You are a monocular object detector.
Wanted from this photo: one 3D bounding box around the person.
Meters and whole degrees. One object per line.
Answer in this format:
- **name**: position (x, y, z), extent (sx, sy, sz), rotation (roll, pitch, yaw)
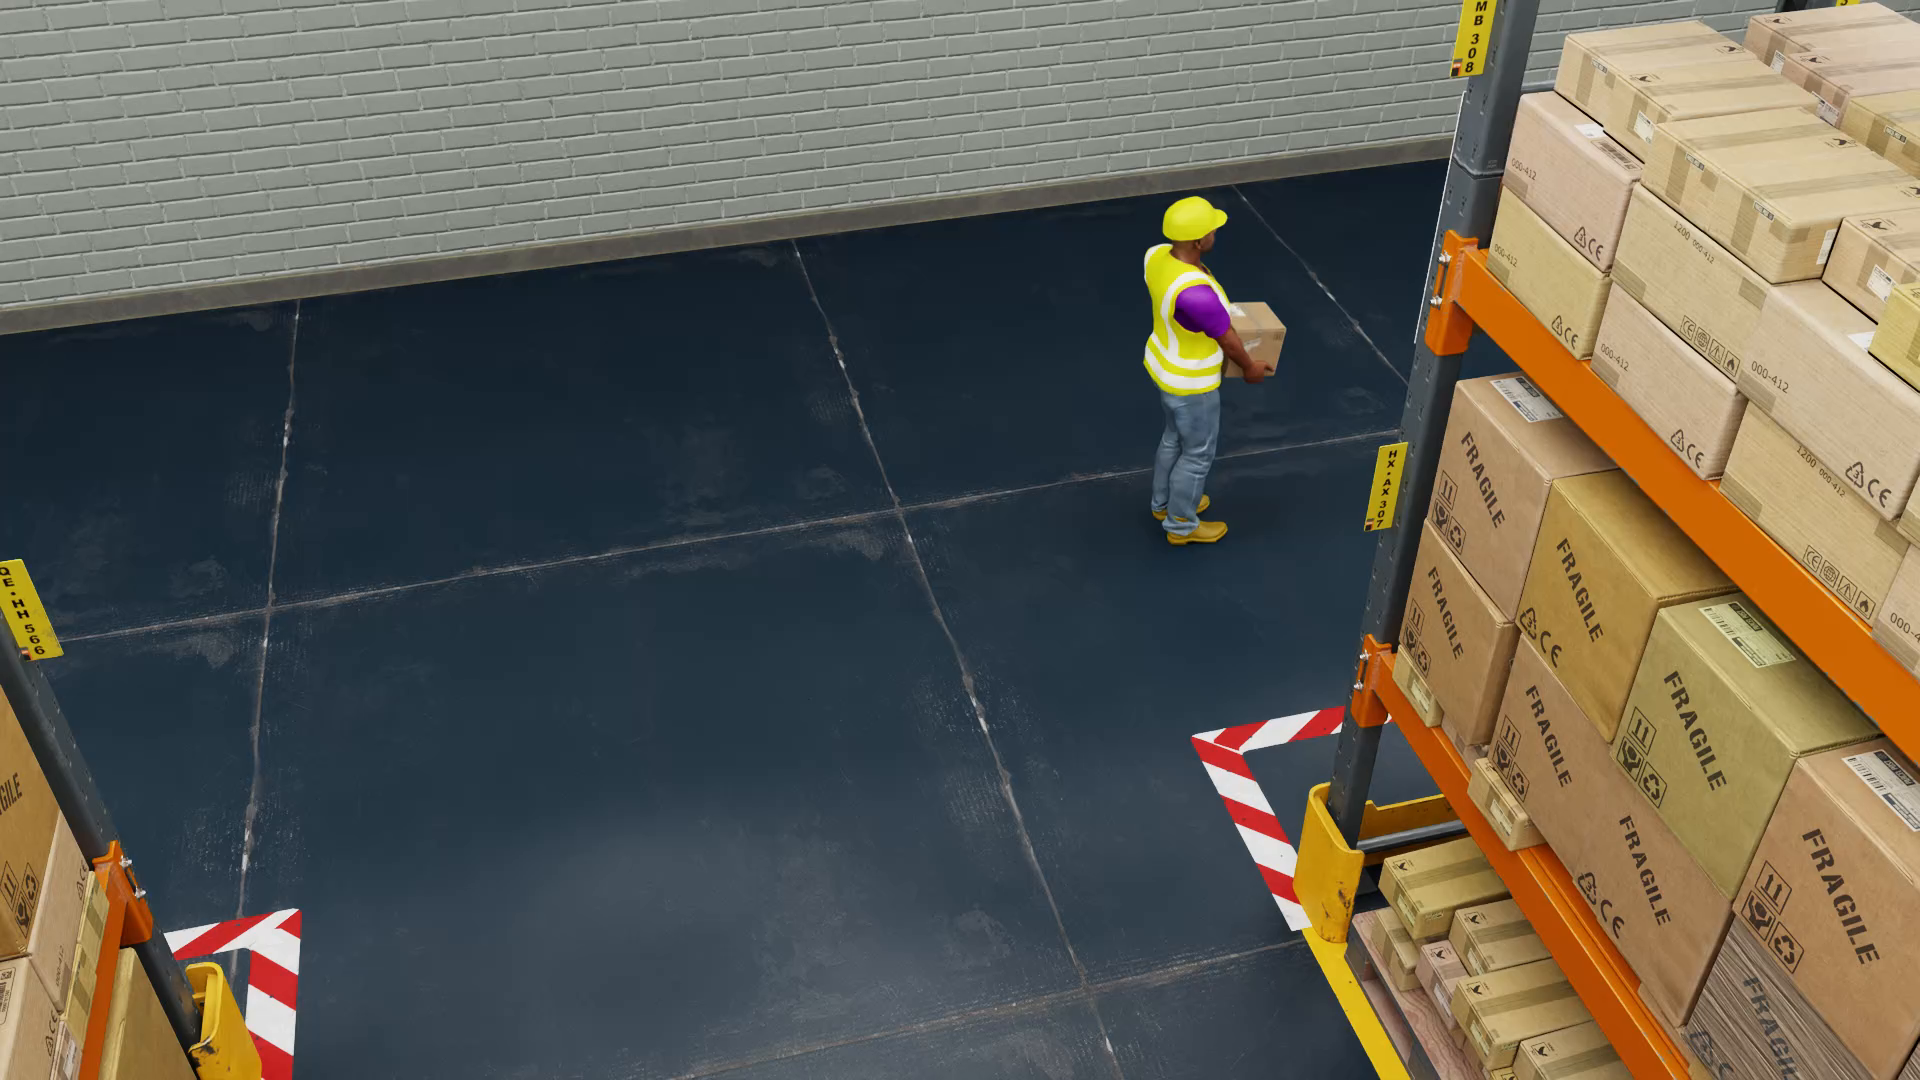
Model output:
- **person**: position (1.132, -0.787, 7.707), extent (0.566, 1.762, 0.504), rotation (-9, 39, -11)
